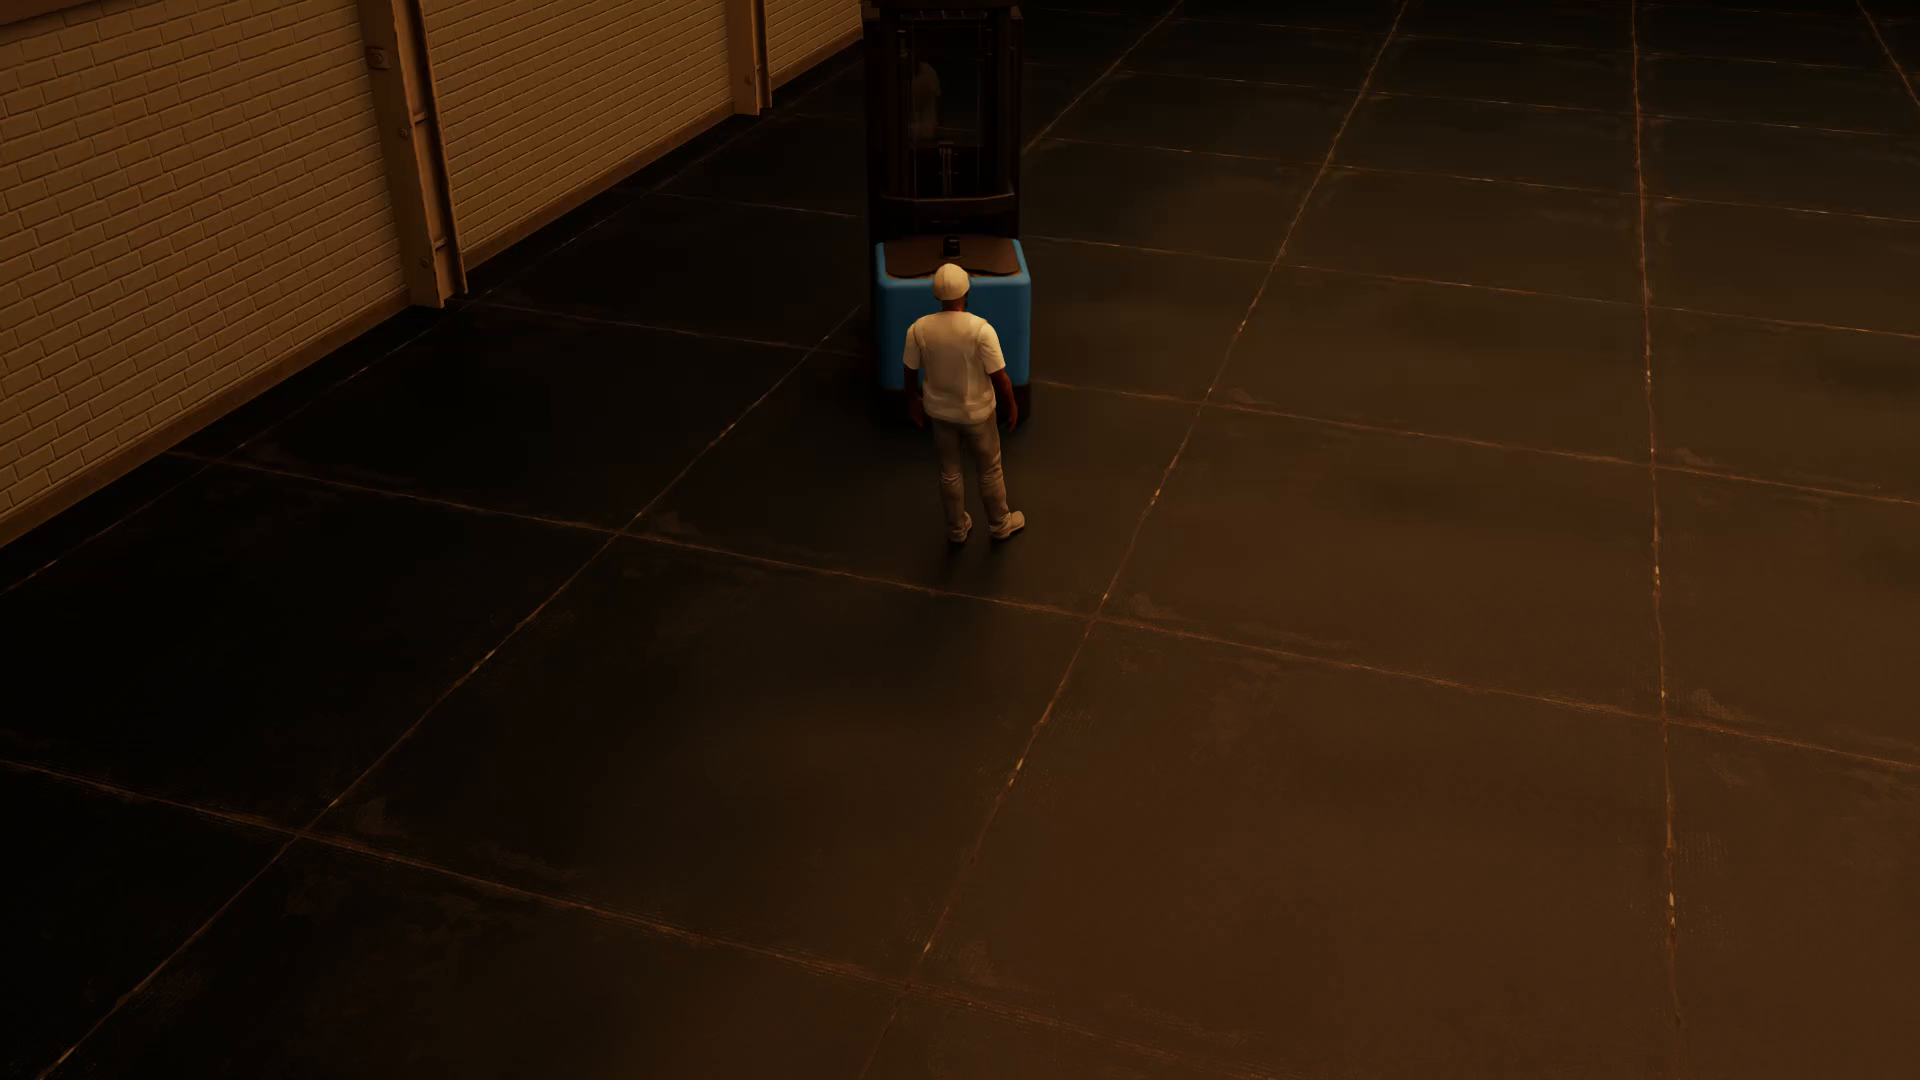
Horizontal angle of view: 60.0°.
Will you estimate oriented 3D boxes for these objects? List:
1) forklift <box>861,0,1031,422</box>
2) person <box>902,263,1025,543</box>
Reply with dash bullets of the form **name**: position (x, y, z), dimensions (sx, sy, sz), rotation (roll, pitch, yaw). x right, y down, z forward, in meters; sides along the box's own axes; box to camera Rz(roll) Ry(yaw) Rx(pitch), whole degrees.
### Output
- **forklift**: position (-0.135, -2.783, 12.018), dimensions (1.130, 2.935, 3.031), rotation (-2, 30, -4)
- **person**: position (0.028, -0.805, 9.710), dimensions (0.666, 1.765, 0.577), rotation (10, 31, 16)
